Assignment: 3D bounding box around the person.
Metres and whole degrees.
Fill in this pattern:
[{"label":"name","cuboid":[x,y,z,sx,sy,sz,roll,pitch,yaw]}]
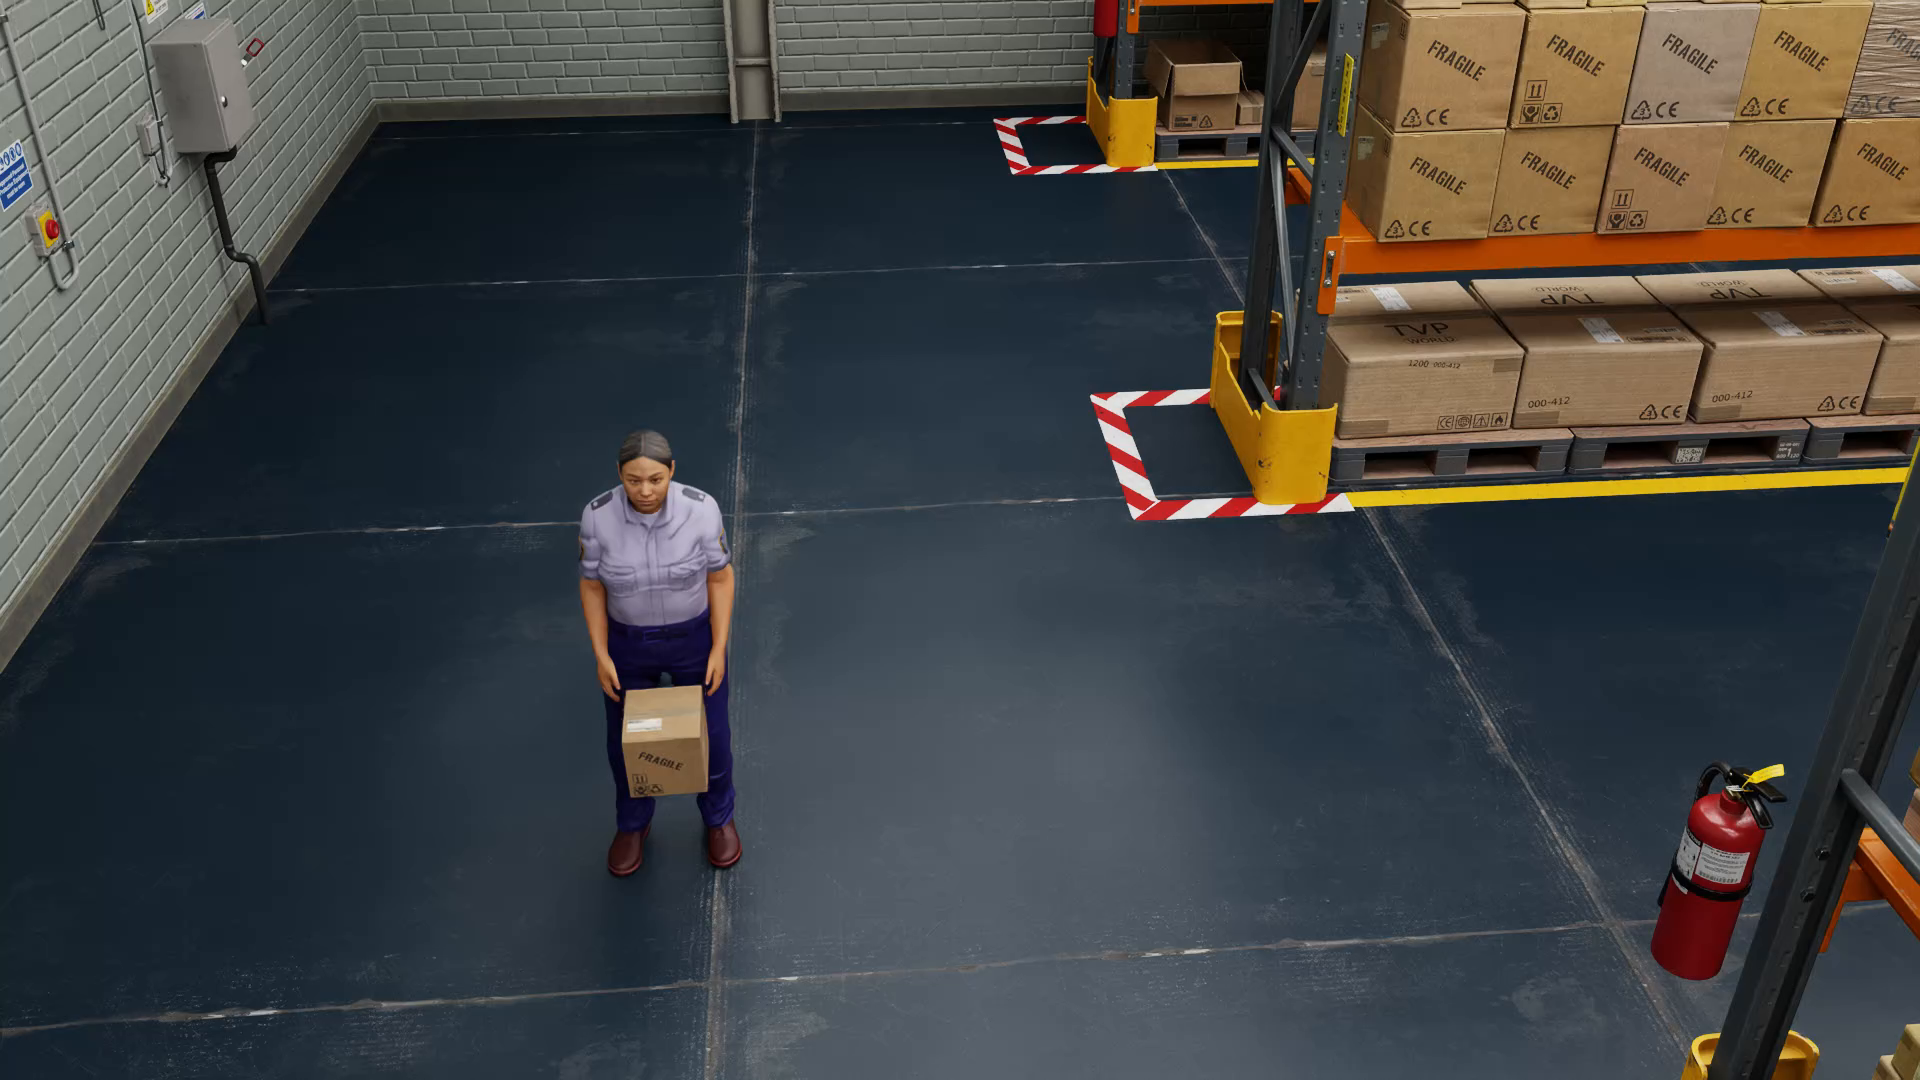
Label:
[{"label":"person","cuboid":[-0.995,0.365,5.536,0.519,1.656,0.372,-3,31,-6]}]
